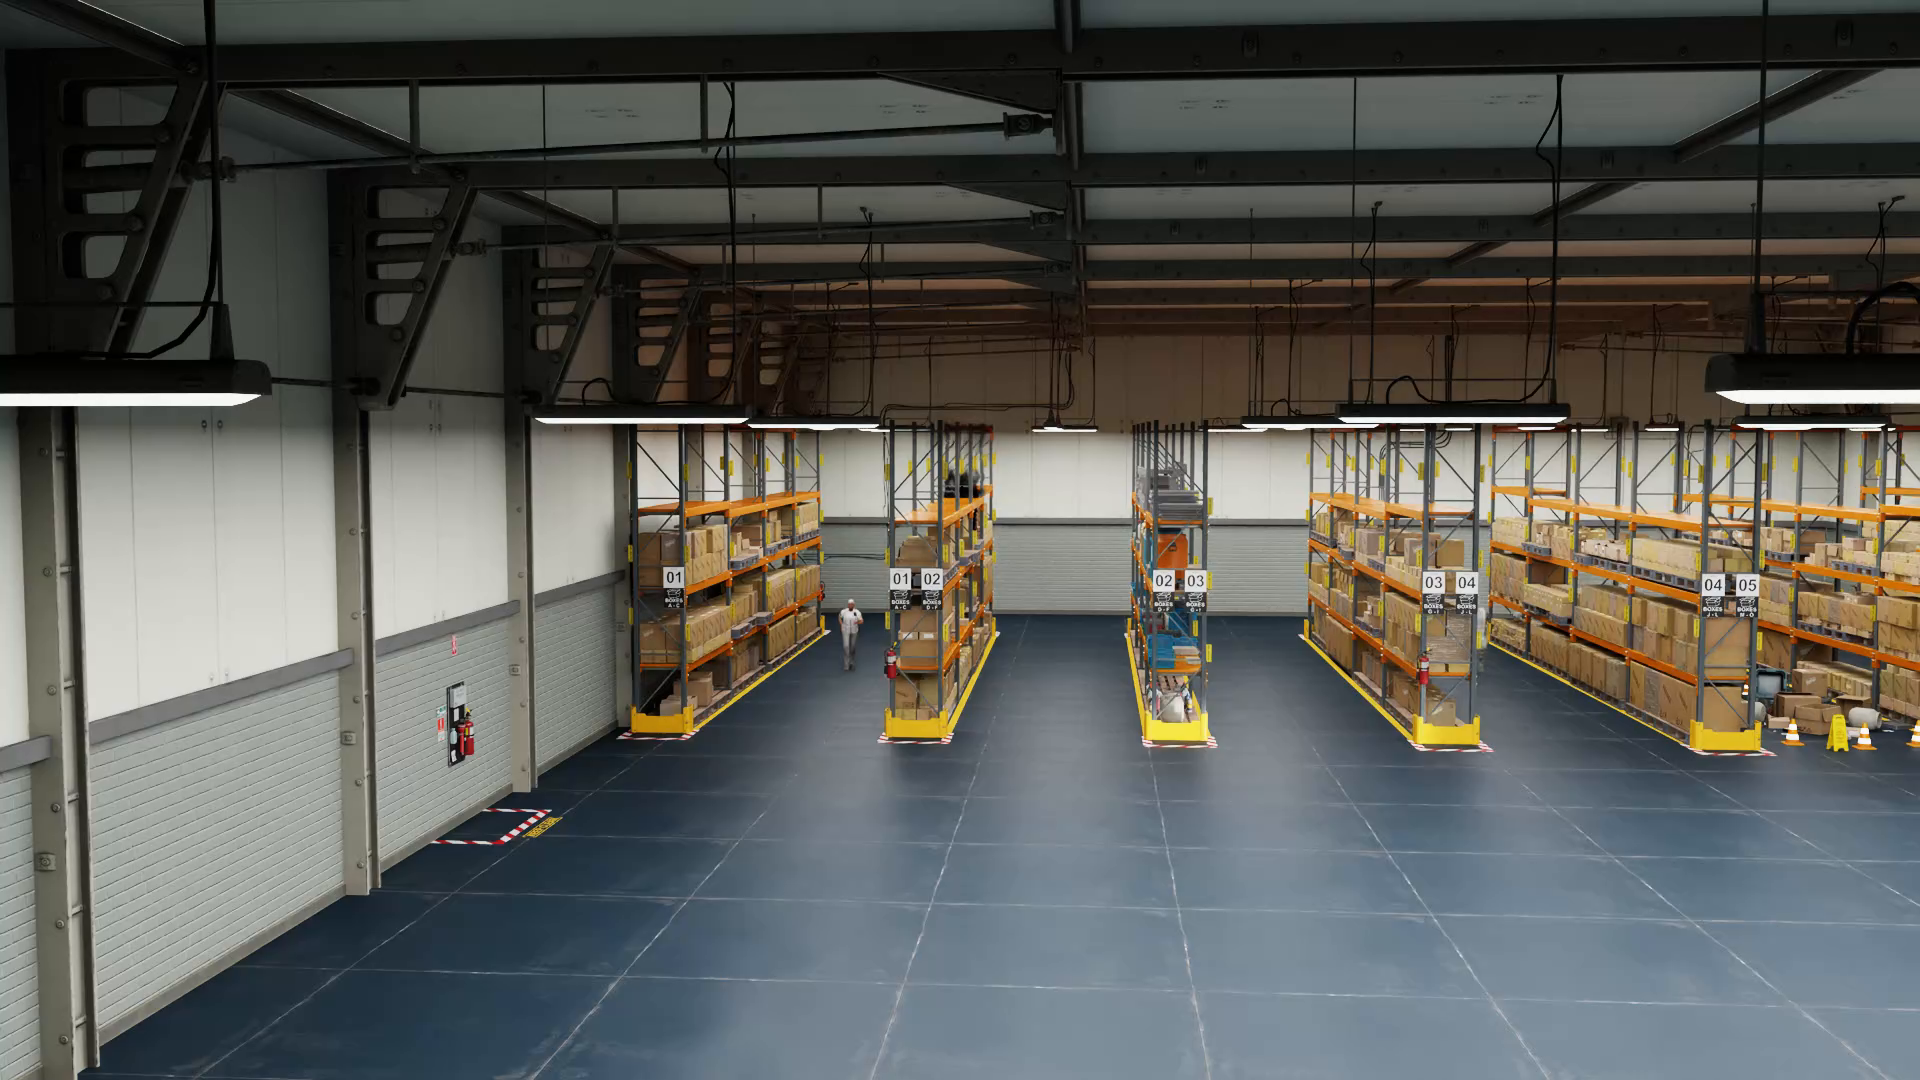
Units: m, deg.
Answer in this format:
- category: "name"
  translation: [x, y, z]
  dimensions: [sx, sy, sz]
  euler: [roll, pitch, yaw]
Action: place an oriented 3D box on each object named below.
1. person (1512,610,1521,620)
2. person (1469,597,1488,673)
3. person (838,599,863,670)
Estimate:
- category: "person"
  translation: [15.892, 1.866, 47.248]
  dimensions: [0.788, 1.764, 0.721]
  euler: [3, 5, 44]
- category: "person"
  translation: [12.501, 2.283, 40.231]
  dimensions: [0.654, 1.835, 0.717]
  euler: [0, 4, -4]
- category: "person"
  translation: [-2.682, 2.310, 40.881]
  dimensions: [0.593, 1.724, 0.815]
  euler: [0, 4, -8]
